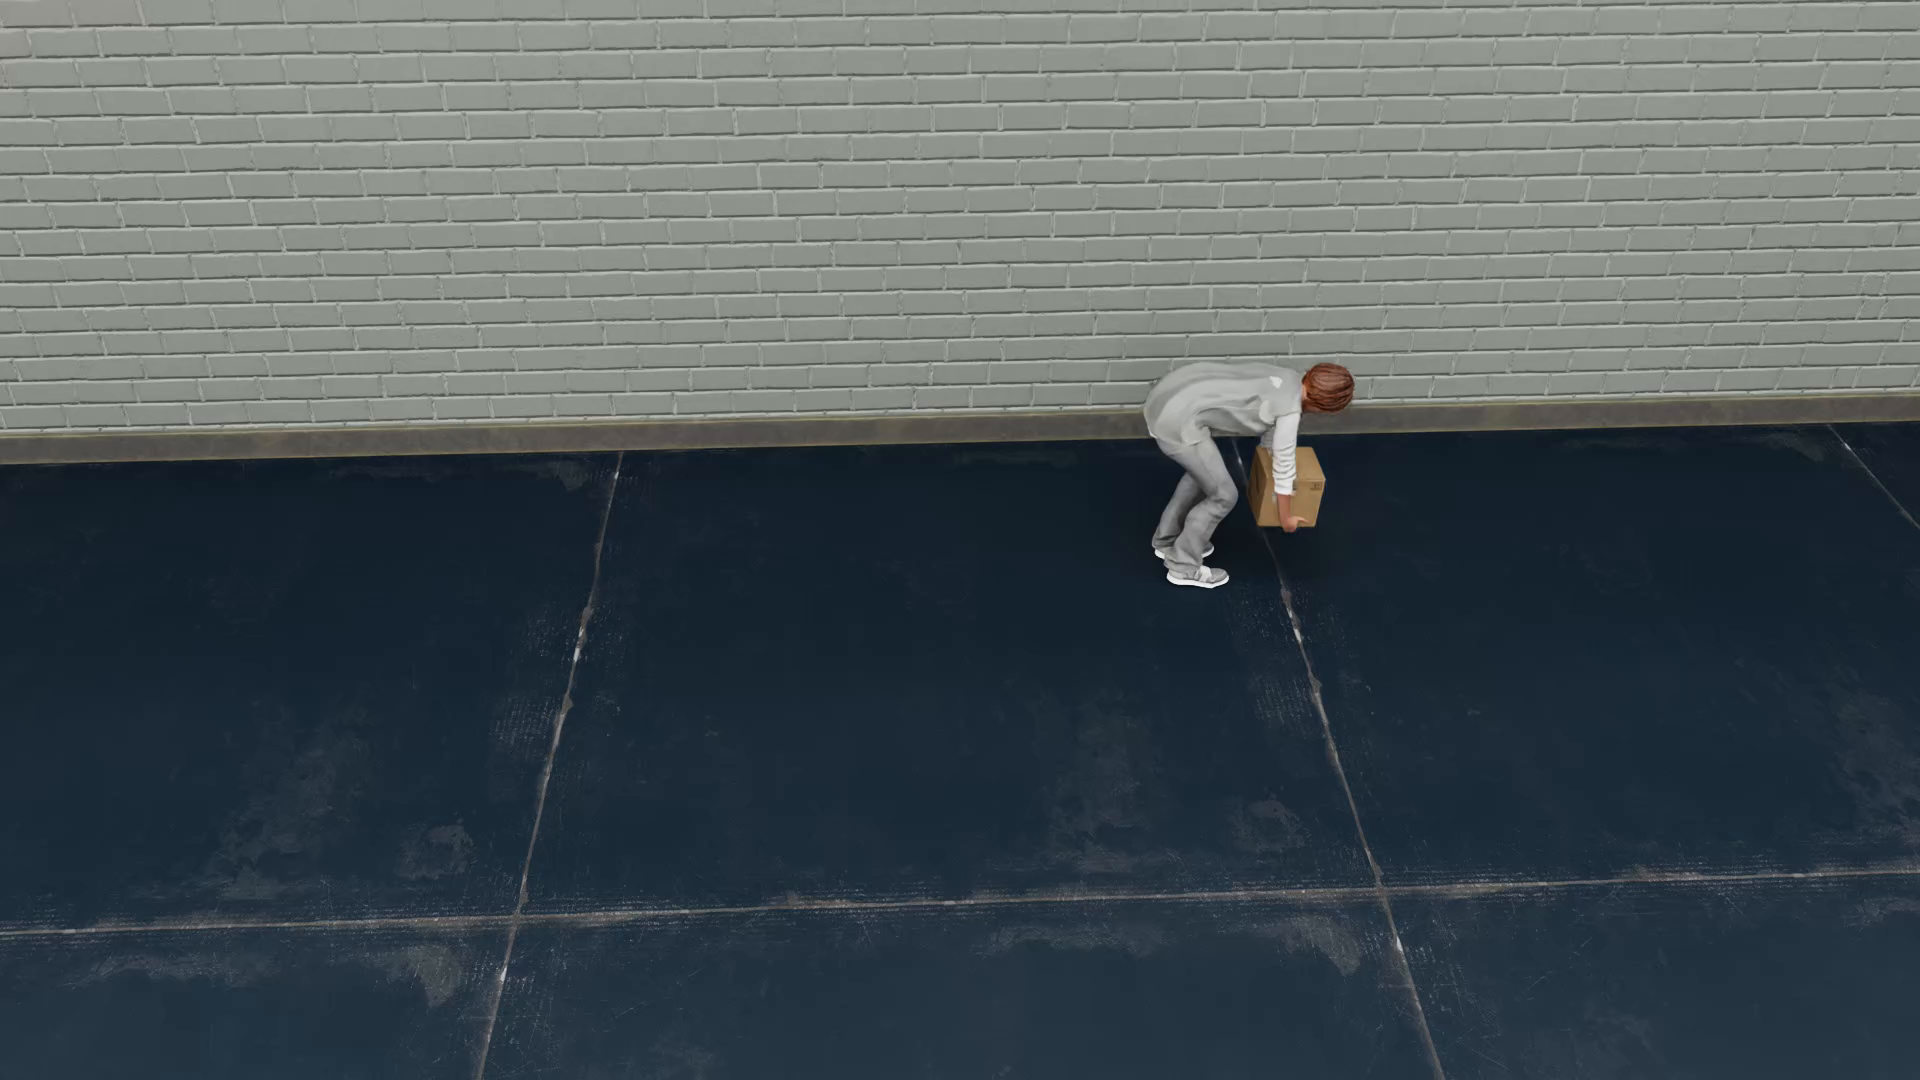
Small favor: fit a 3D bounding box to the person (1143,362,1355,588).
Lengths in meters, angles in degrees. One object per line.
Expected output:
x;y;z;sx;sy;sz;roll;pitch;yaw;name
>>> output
1.193;-0.289;7.060;0.868;1.012;0.388;-3;36;-4;person
